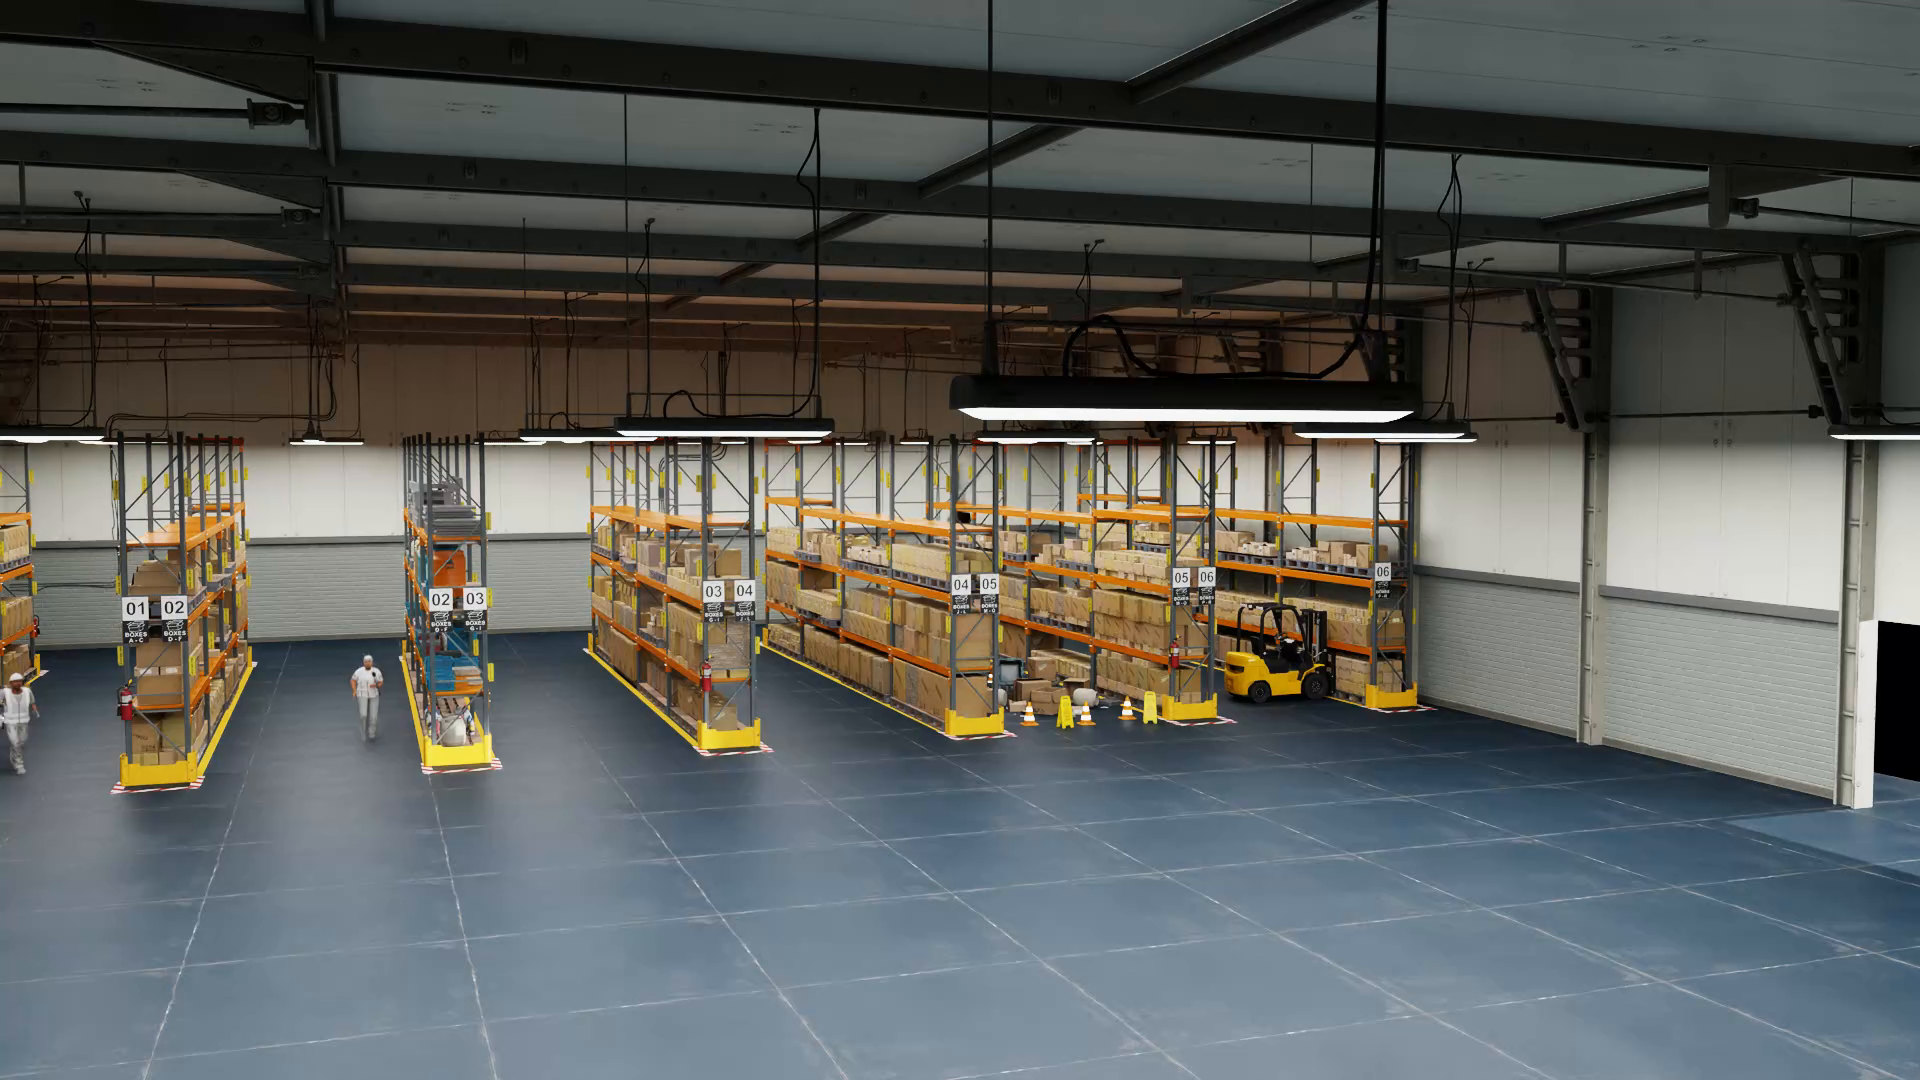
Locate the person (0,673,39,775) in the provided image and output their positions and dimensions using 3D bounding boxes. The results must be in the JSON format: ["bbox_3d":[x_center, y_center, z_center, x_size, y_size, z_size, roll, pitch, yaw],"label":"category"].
[{"bbox_3d":[-16.711,3.219,29.393,0.892,1.757,0.665,3,4,43],"label":"person"}]

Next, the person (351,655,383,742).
[{"bbox_3d":[-11.569,3.098,32.490,0.582,1.684,0.687,-1,3,-23],"label":"person"}]
